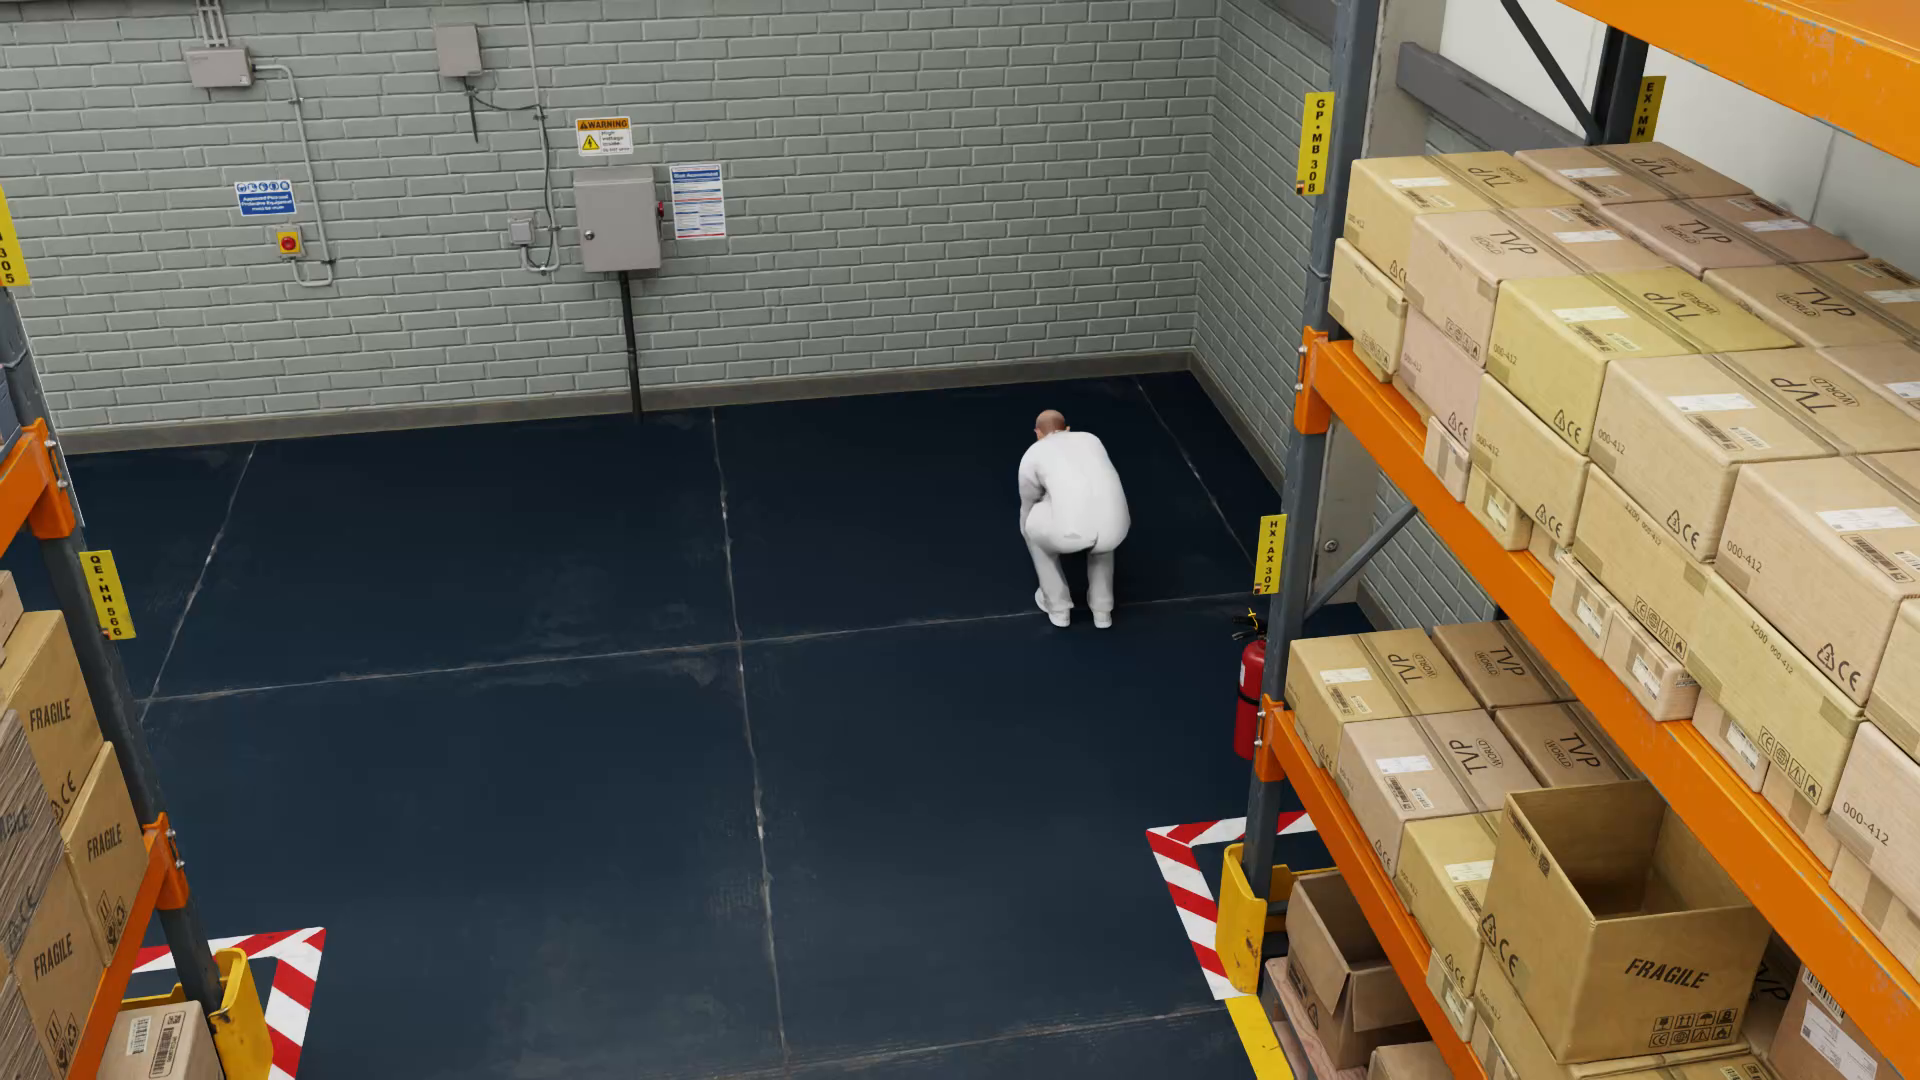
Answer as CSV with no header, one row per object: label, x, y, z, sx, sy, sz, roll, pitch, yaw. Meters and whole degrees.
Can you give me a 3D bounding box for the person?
person,0.609,-0.098,9.089,0.587,1.007,0.942,-6,31,-11
